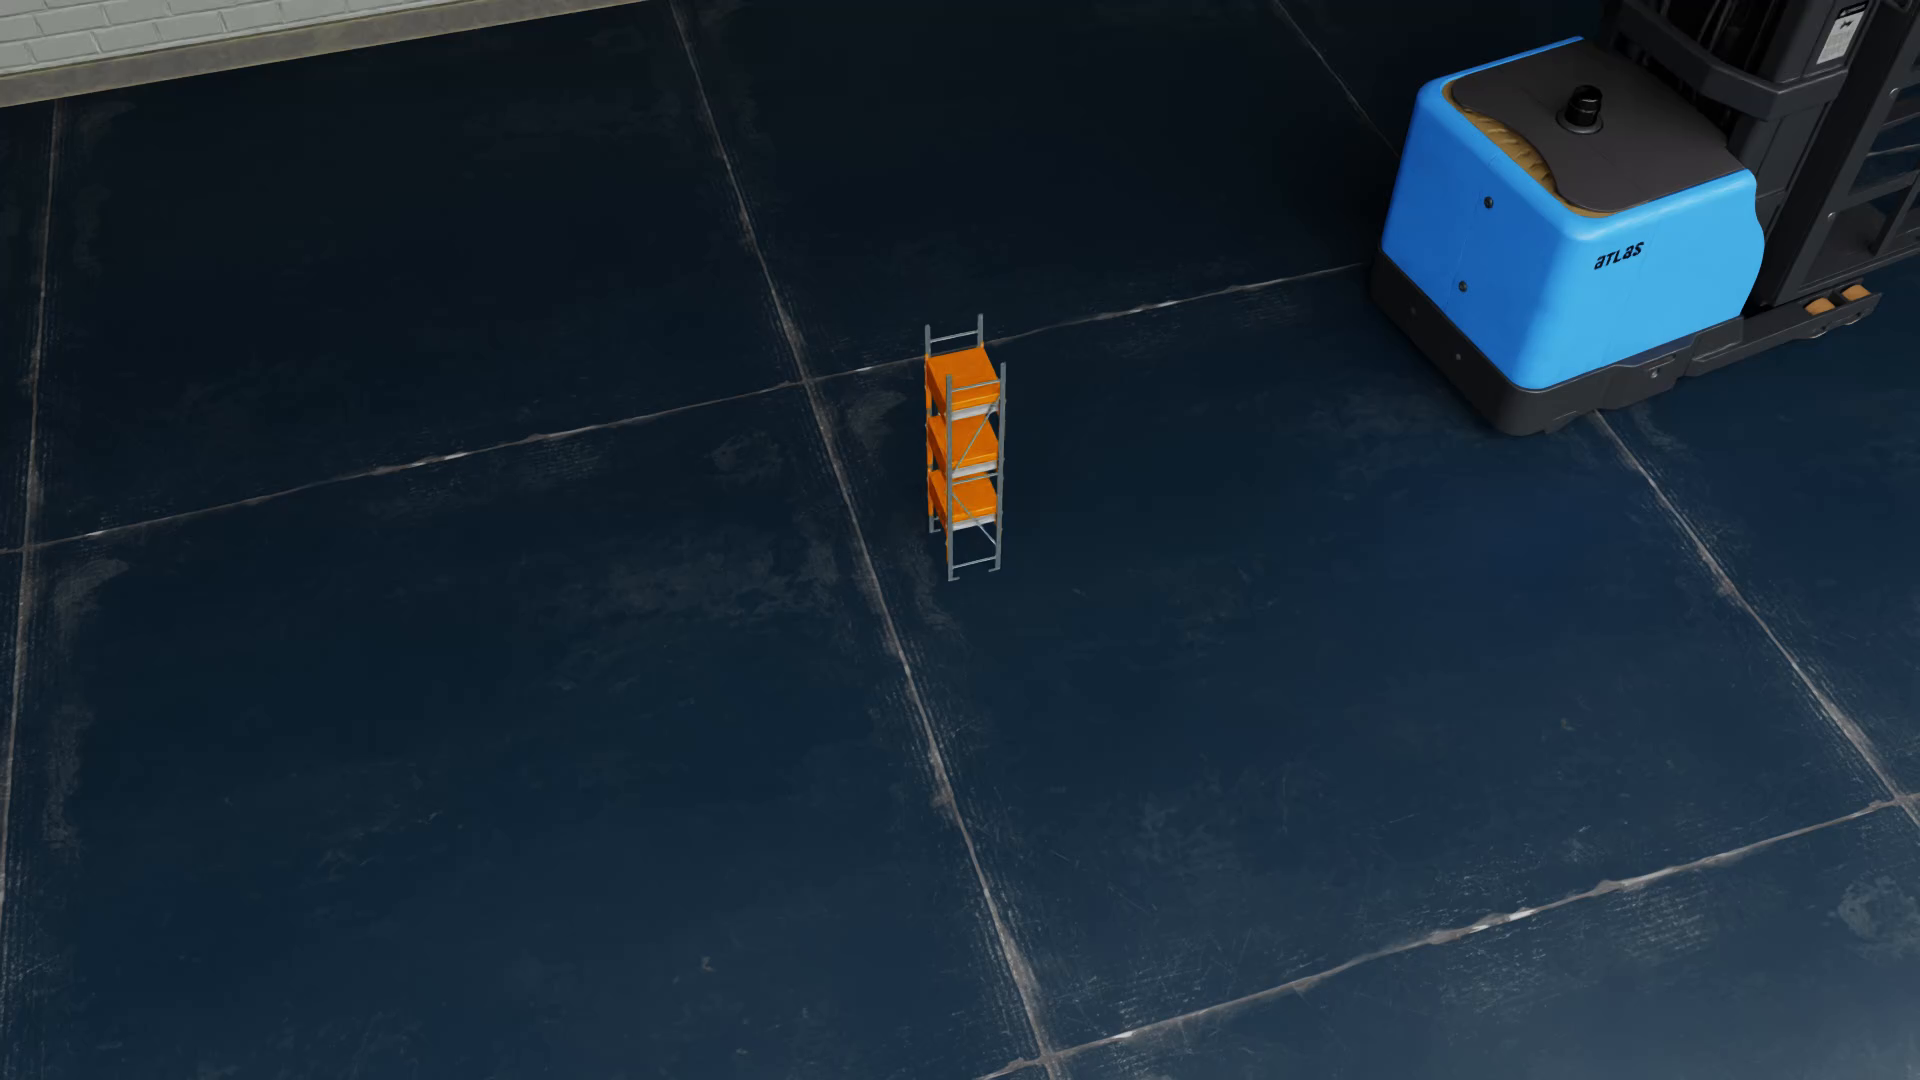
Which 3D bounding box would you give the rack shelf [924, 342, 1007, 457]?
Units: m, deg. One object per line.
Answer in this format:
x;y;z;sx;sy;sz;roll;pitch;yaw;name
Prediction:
0.016;-0.475;5.607;0.215;0.259;0.240;-13;51;-11;rack shelf

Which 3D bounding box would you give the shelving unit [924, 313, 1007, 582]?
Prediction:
0.016;-0.299;5.816;0.215;1.050;0.252;-13;51;-11;shelving unit

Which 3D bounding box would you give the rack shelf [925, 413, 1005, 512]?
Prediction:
0.016;-0.292;5.824;0.215;0.259;0.240;-13;51;-11;rack shelf

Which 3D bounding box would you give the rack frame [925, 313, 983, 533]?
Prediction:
-0.020;-0.388;5.891;0.200;1.050;0.008;-13;51;-11;rack frame

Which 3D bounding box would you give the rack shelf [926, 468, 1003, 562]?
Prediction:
0.016;-0.113;6.036;0.215;0.259;0.240;-13;51;-11;rack shelf

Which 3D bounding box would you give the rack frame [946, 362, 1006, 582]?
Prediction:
0.052;-0.210;5.741;0.200;1.050;0.008;-13;51;-11;rack frame

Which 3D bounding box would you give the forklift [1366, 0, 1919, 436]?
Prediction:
3.279;-2.136;6.133;3.031;2.935;1.130;-20;53;-16;forklift
